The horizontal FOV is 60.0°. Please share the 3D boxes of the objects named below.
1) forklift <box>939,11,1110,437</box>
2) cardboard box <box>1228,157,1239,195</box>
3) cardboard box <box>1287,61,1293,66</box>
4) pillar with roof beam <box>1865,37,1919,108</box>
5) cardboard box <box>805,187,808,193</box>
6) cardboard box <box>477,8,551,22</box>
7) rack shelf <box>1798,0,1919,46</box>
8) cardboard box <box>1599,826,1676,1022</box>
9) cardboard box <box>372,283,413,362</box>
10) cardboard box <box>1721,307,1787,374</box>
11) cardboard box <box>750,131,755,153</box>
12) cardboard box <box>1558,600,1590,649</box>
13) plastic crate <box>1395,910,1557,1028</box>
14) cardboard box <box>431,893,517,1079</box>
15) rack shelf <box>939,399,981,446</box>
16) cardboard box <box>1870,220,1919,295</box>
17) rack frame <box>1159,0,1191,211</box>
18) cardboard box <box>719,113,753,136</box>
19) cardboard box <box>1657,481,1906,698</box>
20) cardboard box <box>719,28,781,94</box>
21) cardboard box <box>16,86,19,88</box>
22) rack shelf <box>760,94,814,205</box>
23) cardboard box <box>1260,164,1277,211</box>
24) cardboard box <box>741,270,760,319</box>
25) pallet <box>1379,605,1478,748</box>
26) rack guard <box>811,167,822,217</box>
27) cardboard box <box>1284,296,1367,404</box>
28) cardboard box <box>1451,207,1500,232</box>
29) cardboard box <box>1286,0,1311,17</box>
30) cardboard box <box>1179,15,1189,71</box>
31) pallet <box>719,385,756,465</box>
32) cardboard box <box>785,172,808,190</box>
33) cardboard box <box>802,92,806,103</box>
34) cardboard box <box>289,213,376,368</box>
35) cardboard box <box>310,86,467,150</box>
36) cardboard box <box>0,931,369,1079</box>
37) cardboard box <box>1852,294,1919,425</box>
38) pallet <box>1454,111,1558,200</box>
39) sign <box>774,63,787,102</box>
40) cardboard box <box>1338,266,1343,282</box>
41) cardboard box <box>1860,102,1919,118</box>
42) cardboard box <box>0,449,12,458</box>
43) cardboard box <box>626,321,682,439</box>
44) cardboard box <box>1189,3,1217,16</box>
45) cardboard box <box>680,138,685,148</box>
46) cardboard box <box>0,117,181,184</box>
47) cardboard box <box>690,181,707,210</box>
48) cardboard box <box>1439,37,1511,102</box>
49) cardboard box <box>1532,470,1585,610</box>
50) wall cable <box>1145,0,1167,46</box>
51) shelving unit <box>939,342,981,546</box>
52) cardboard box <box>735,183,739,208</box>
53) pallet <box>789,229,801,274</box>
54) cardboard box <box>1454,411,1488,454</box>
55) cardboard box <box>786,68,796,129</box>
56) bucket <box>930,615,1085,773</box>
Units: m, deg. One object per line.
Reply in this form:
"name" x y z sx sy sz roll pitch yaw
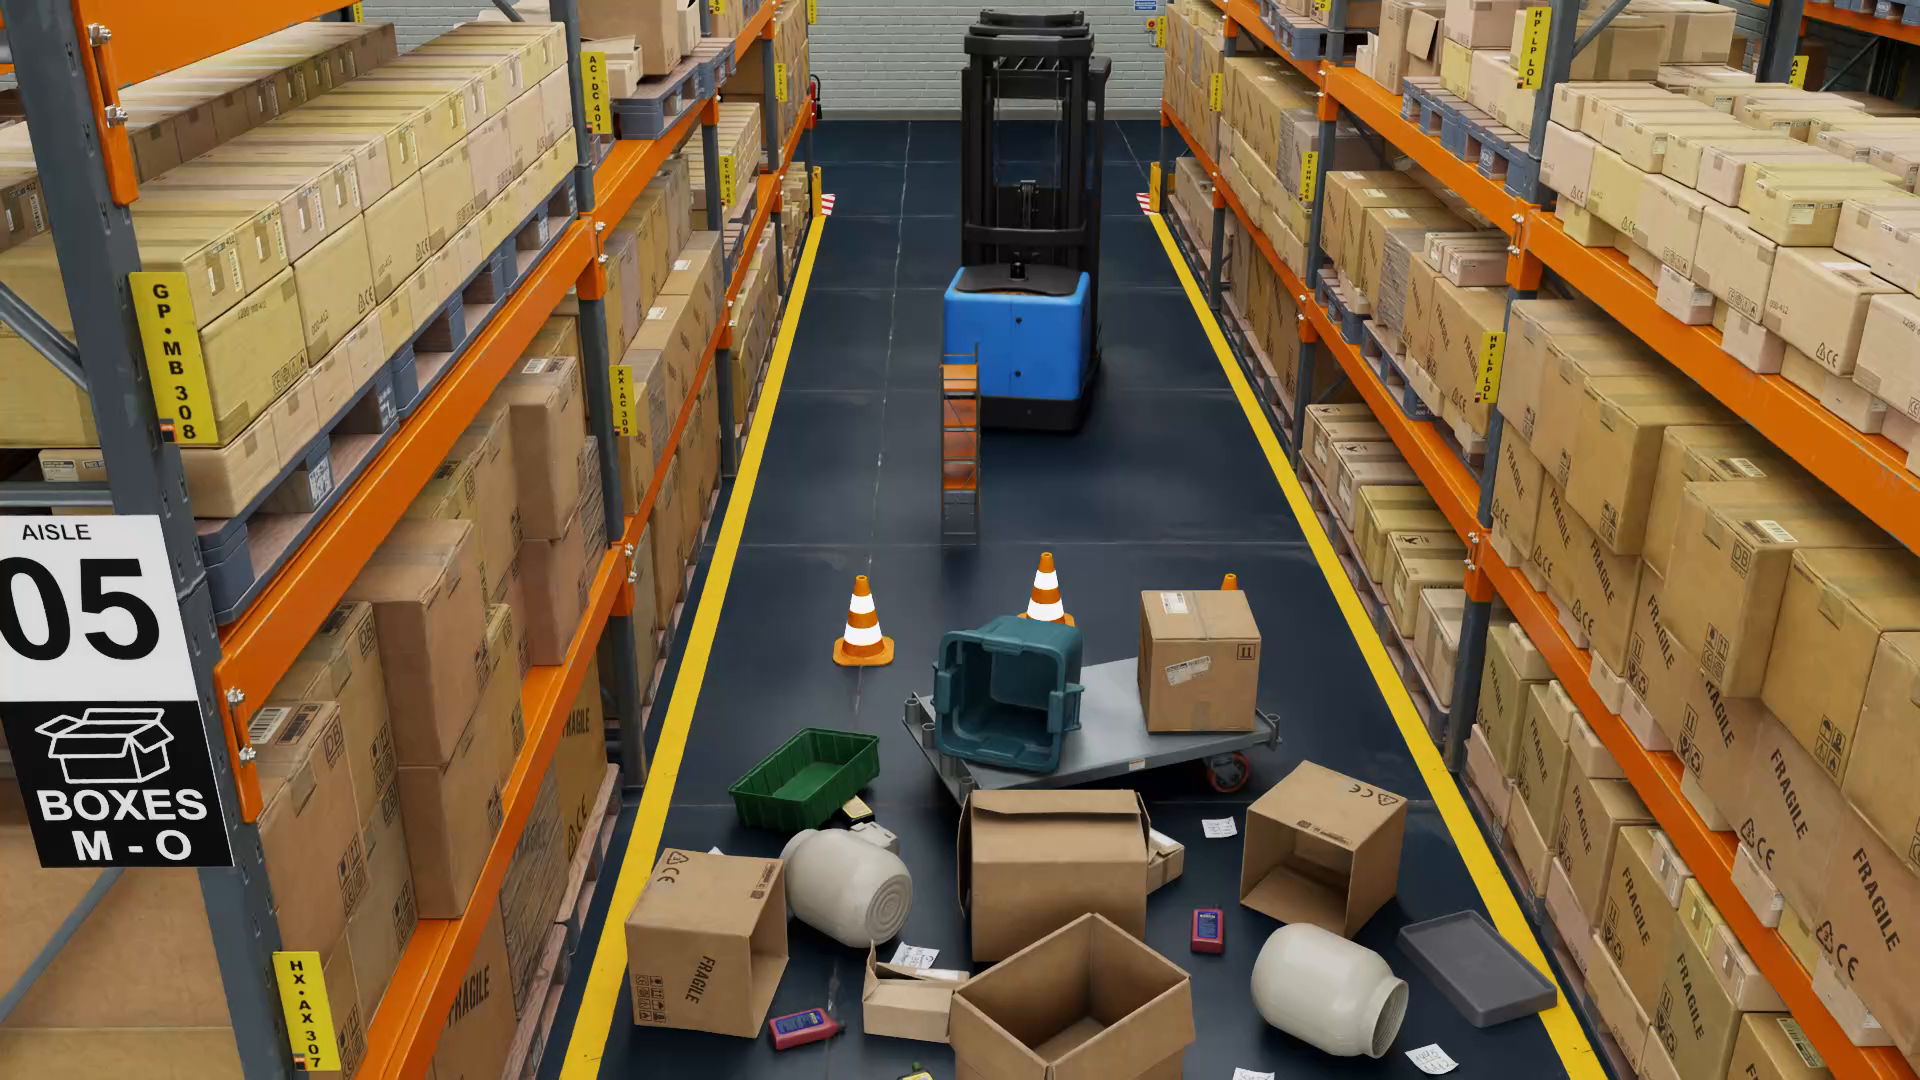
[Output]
"forklift" 0.574 -2.673 13.104 1.130 2.935 3.031 4 25 8
"cardboard box" 2.573 -3.074 14.088 0.500 0.250 0.500 -1 24 -2
"cardboard box" 3.081 -3.856 14.301 0.500 0.500 0.500 1 24 1
"pillar with roof beam" 4.377 -6.567 14.349 9.100 9.000 0.400 0 24 -1
"cardboard box" -1.876 -3.934 18.397 0.380 0.149 0.250 -1 24 -2
"cardboard box" -2.281 -2.671 8.854 0.500 0.311 0.500 -1 24 -1
"rack shelf" 7.810 -3.777 12.693 1.077 0.370 4.000 0 24 -1
"cardboard box" 2.679 1.375 5.988 0.500 0.500 0.500 -1 24 -2
"cardboard box" -1.687 -0.577 4.420 0.380 0.149 0.250 0 24 0
"cardboard box" 2.611 -0.624 5.154 0.380 0.149 0.250 -1 24 -1
"cardboard box" -1.918 -3.313 13.868 0.380 0.149 0.250 1 24 2
"cardboard box" 2.651 0.320 6.708 0.380 0.149 0.250 0 24 1
"plastic crate" 2.109 1.740 6.807 0.402 0.080 0.583 -9 26 -19
"cardboard box" -2.078 1.606 5.628 0.875 0.875 0.875 -1 24 -1
"rack shelf" -0.002 -0.757 10.589 0.258 0.148 0.480 0 24 -1
"cardboard box" 2.725 -0.764 4.496 0.380 0.149 0.250 0 24 -1
"rack frame" 2.781 -5.186 18.577 1.000 3.000 0.127 0 24 -1
"cardboard box" -1.920 -3.440 13.790 0.380 0.149 0.250 -1 24 -2
"cardboard box" 2.625 0.142 5.099 0.700 0.500 0.500 -1 24 -1
"cardboard box" -1.885 -4.298 14.917 0.500 0.500 0.500 0 24 1
"cardboard box" -7.073 -3.450 13.399 0.797 0.503 0.637 0 24 0
"rack shelf" -2.146 -3.970 16.762 1.077 0.370 4.000 0 24 -1
"cardboard box" 2.574 -2.670 12.588 0.500 0.250 0.500 -1 24 -2
"cardboard box" -1.844 -1.918 12.964 0.500 0.250 0.500 0 24 0
"pallet" 2.902 0.708 8.928 1.003 0.211 1.213 0 24 -1
"rack guard" -2.167 -3.952 18.881 1.175 0.500 0.348 0 24 -1
"cardboard box" 2.944 -1.398 12.269 0.875 0.875 0.875 0 24 -1
"cardboard box" 3.175 -1.655 9.777 0.500 0.500 0.500 -2 24 -4
"cardboard box" 2.668 -3.900 11.463 0.700 0.500 0.500 -1 24 -3
"cardboard box" 2.528 -5.063 16.970 0.500 0.500 0.500 0 24 -1
"pallet" -2.087 -0.877 12.433 1.003 0.211 1.213 0 24 -1
"cardboard box" -1.833 -3.859 17.870 0.380 0.149 0.250 -1 24 -2
"cardboard box" -1.881 -4.875 18.193 0.380 0.149 0.250 0 24 0
"cardboard box" -1.748 -0.609 4.007 0.500 0.250 0.500 -1 24 -1
"cardboard box" -1.697 -1.255 4.951 0.380 0.149 0.250 0 24 0
"cardboard box" -2.042 1.250 4.165 0.875 0.550 0.550 0 24 -1
"cardboard box" 2.690 -0.444 4.273 0.500 0.250 0.500 -1 24 -1
"pallet" 3.012 -1.777 7.628 1.213 0.211 1.003 0 24 -1
"sign" -1.569 -4.006 14.561 0.100 0.325 0.005 0 24 -1
"cardboard box" 2.656 -1.715 10.697 0.380 0.149 0.250 -2 24 -4
"cardboard box" 7.575 -3.385 13.963 0.700 0.500 0.500 0 24 0
"cardboard box" -2.337 -0.258 3.714 0.380 0.149 0.250 0 24 0
"cardboard box" -1.782 -0.855 8.879 0.500 0.500 0.500 0 24 -1
"cardboard box" 2.508 -5.301 16.708 0.380 0.149 0.250 0 24 0
"cardboard box" -2.579 -3.386 14.393 0.380 0.149 0.250 -1 24 -3
"cardboard box" -2.349 -1.043 4.482 0.380 0.149 0.250 -1 24 -1
"cardboard box" -1.891 -2.367 11.416 0.380 0.149 0.250 0 24 0
"cardboard box" 2.756 -2.390 8.426 0.500 0.250 0.500 0 24 0
"cardboard box" 2.667 -0.033 6.701 0.500 0.500 0.500 0 24 -1
"wall cable" 2.696 -7.987 23.498 0.585 1.953 0.123 0 24 -1
"shelving unit" -0.002 -0.615 10.654 0.258 1.200 0.503 0 24 -1
"cardboard box" -1.900 -2.634 12.730 0.380 0.149 0.250 0 24 0
"pallet" -2.183 -2.984 17.092 1.003 0.211 1.213 0 24 -1
"cardboard box" 2.631 -0.529 8.075 0.380 0.149 0.250 0 24 0
"cardboard box" -1.859 -4.272 16.073 0.500 0.500 0.500 -1 24 -2
"bucket" 0.270 0.667 7.763 0.726 0.611 0.620 8 16 18
